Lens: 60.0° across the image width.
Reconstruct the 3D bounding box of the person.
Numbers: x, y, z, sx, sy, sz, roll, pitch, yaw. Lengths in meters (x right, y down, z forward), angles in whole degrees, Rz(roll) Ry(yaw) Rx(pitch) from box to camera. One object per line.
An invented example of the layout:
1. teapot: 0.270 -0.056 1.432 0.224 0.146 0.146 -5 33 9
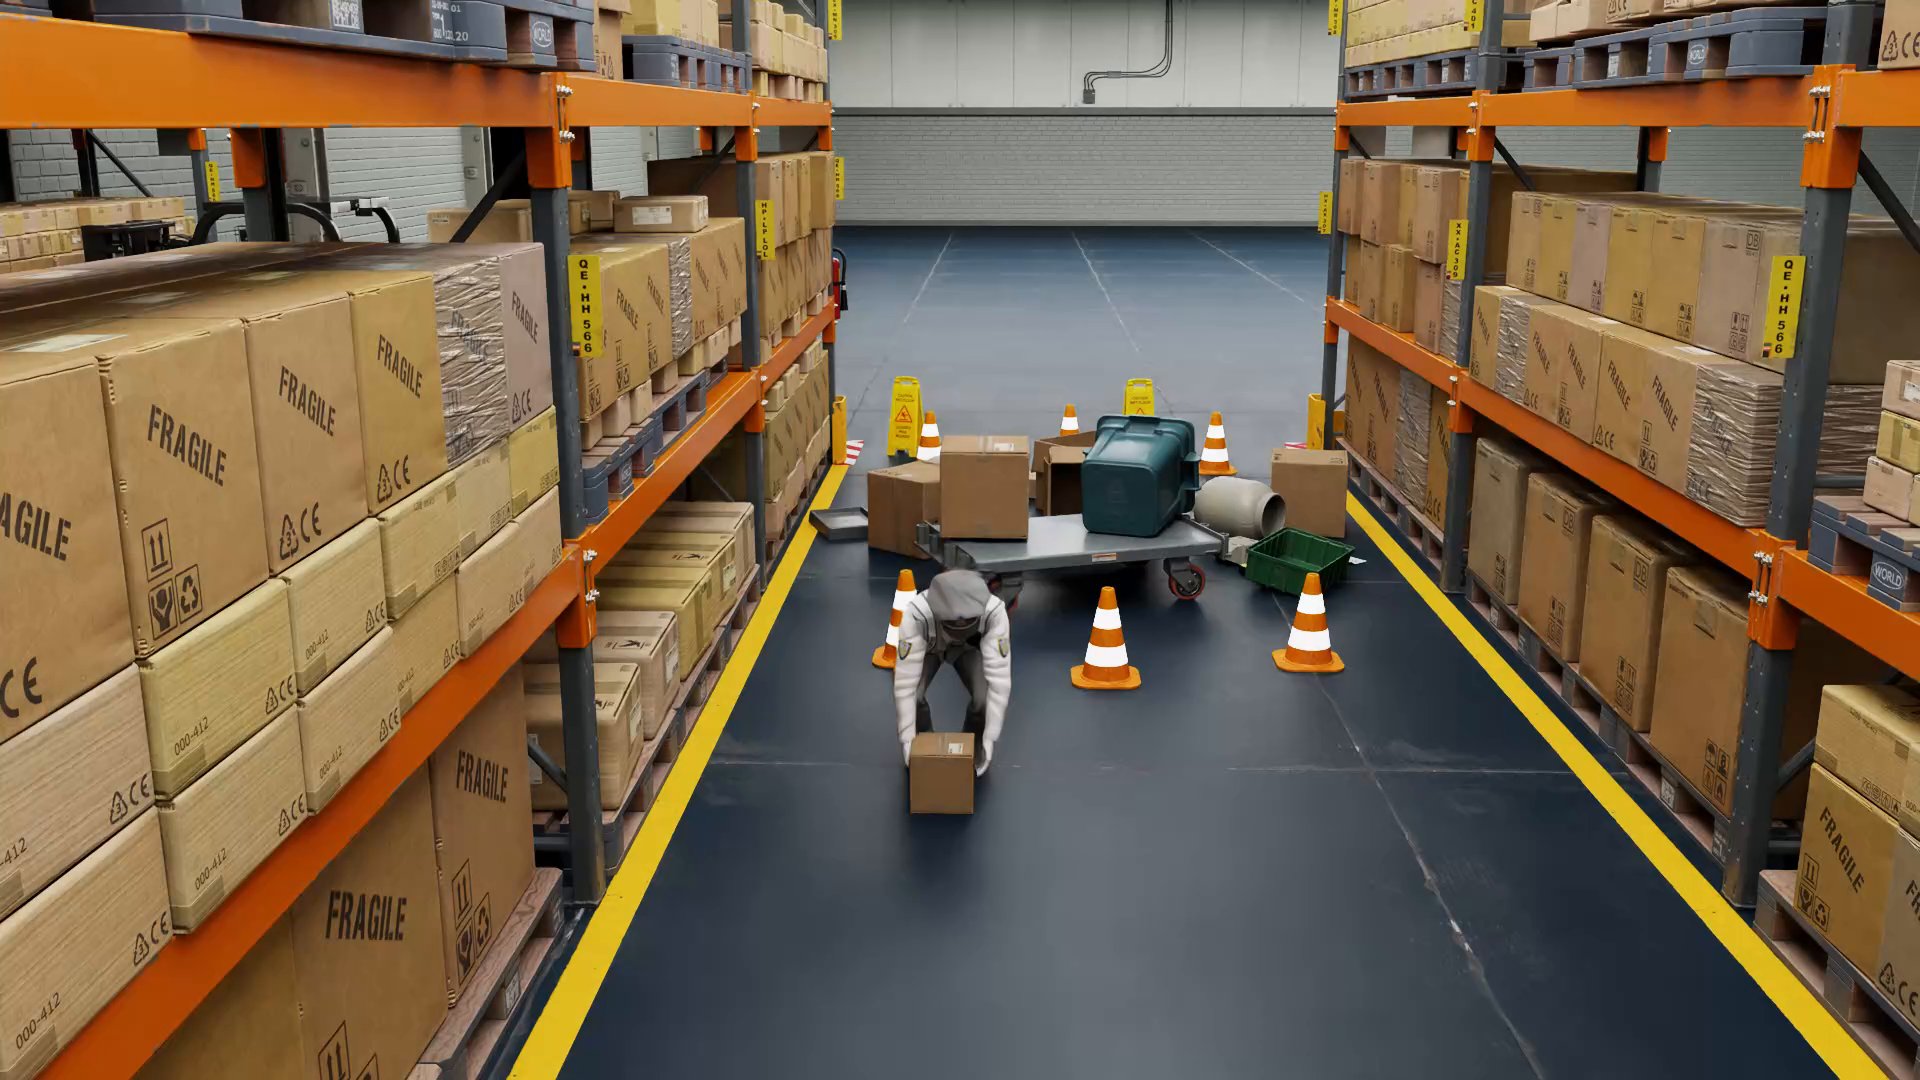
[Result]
1. person: -0.028 0.520 6.913 0.483 0.946 0.851 0 14 1
